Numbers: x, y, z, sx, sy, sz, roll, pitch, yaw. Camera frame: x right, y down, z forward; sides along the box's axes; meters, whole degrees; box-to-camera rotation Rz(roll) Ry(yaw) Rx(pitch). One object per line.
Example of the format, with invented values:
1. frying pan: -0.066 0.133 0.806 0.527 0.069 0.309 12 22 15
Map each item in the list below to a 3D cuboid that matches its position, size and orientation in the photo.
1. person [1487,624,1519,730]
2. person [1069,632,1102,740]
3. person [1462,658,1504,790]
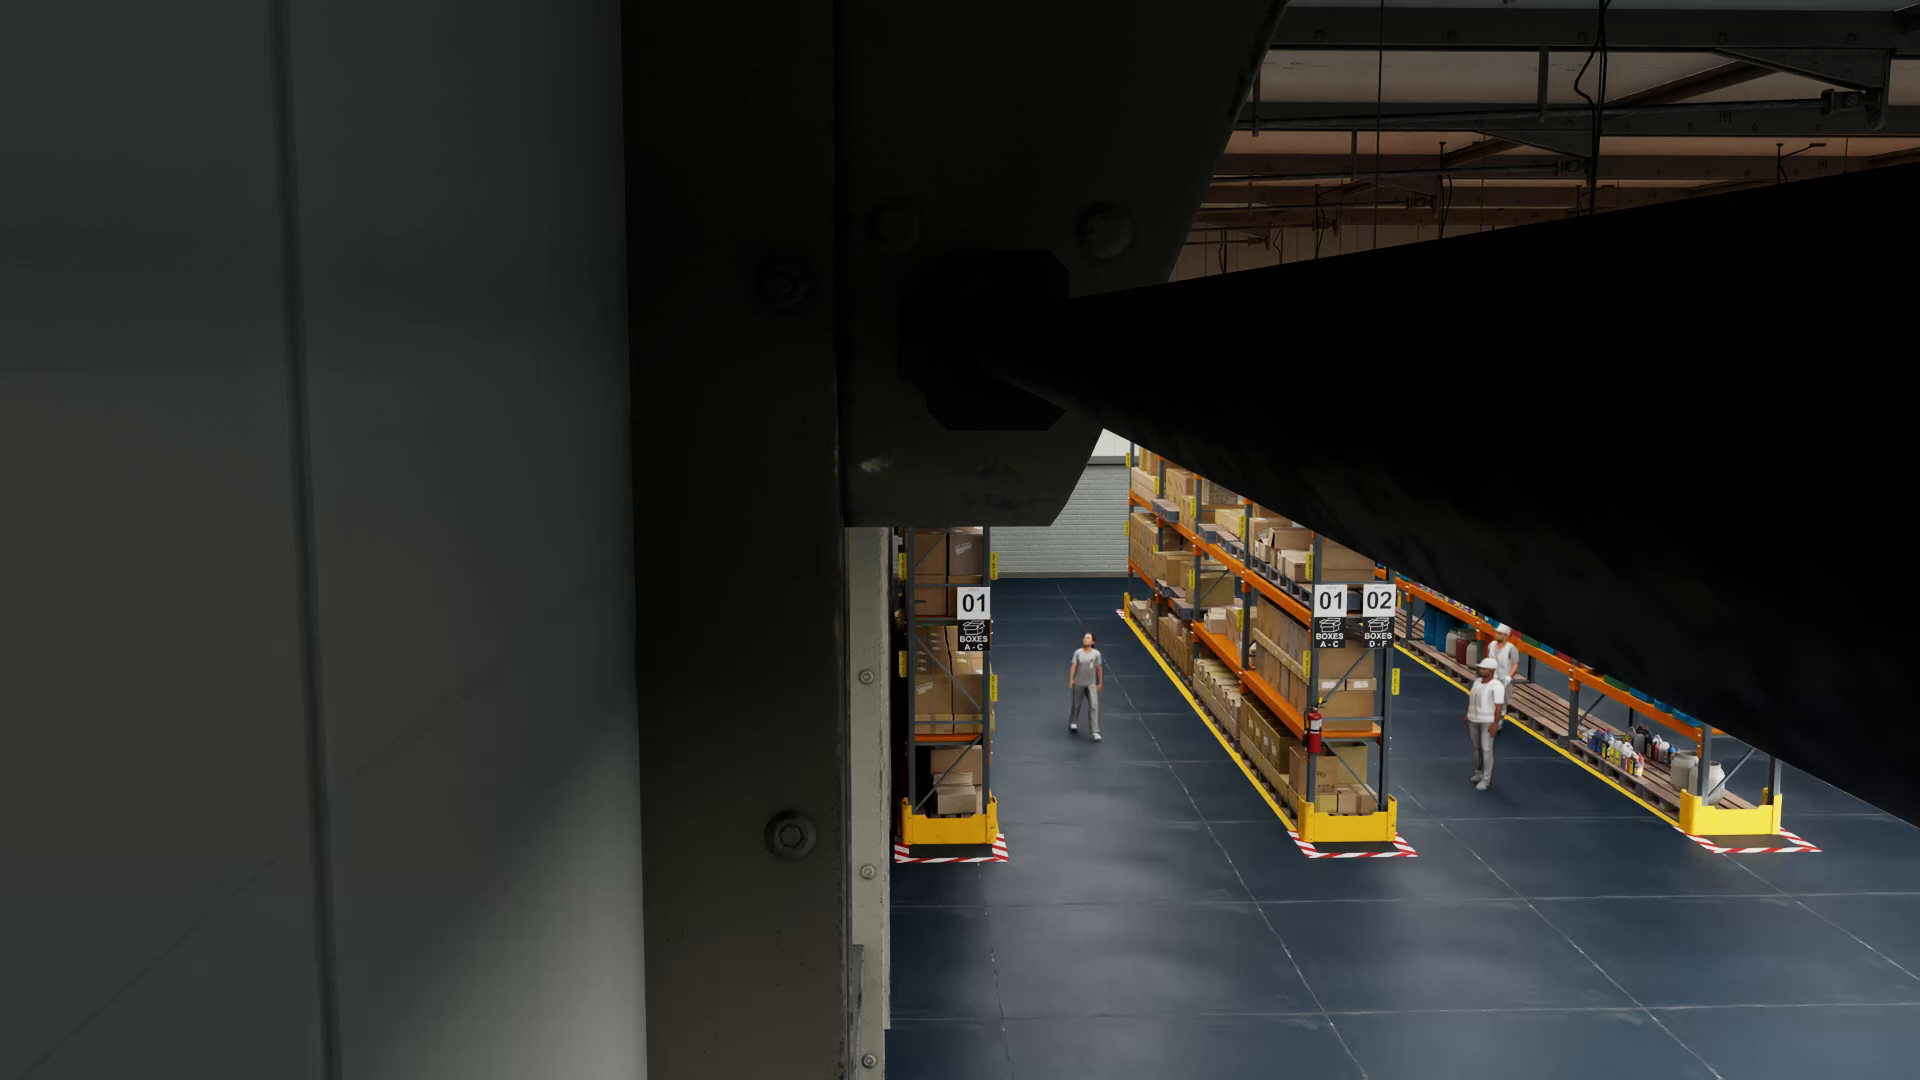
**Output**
1. person: 8.346 2.162 25.654 0.507 1.717 1.081 3 8 19
2. person: 1.934 2.238 25.759 0.582 1.602 1.015 -1 7 -11
3. person: 7.227 2.522 23.030 0.562 1.779 0.588 -6 10 -40
